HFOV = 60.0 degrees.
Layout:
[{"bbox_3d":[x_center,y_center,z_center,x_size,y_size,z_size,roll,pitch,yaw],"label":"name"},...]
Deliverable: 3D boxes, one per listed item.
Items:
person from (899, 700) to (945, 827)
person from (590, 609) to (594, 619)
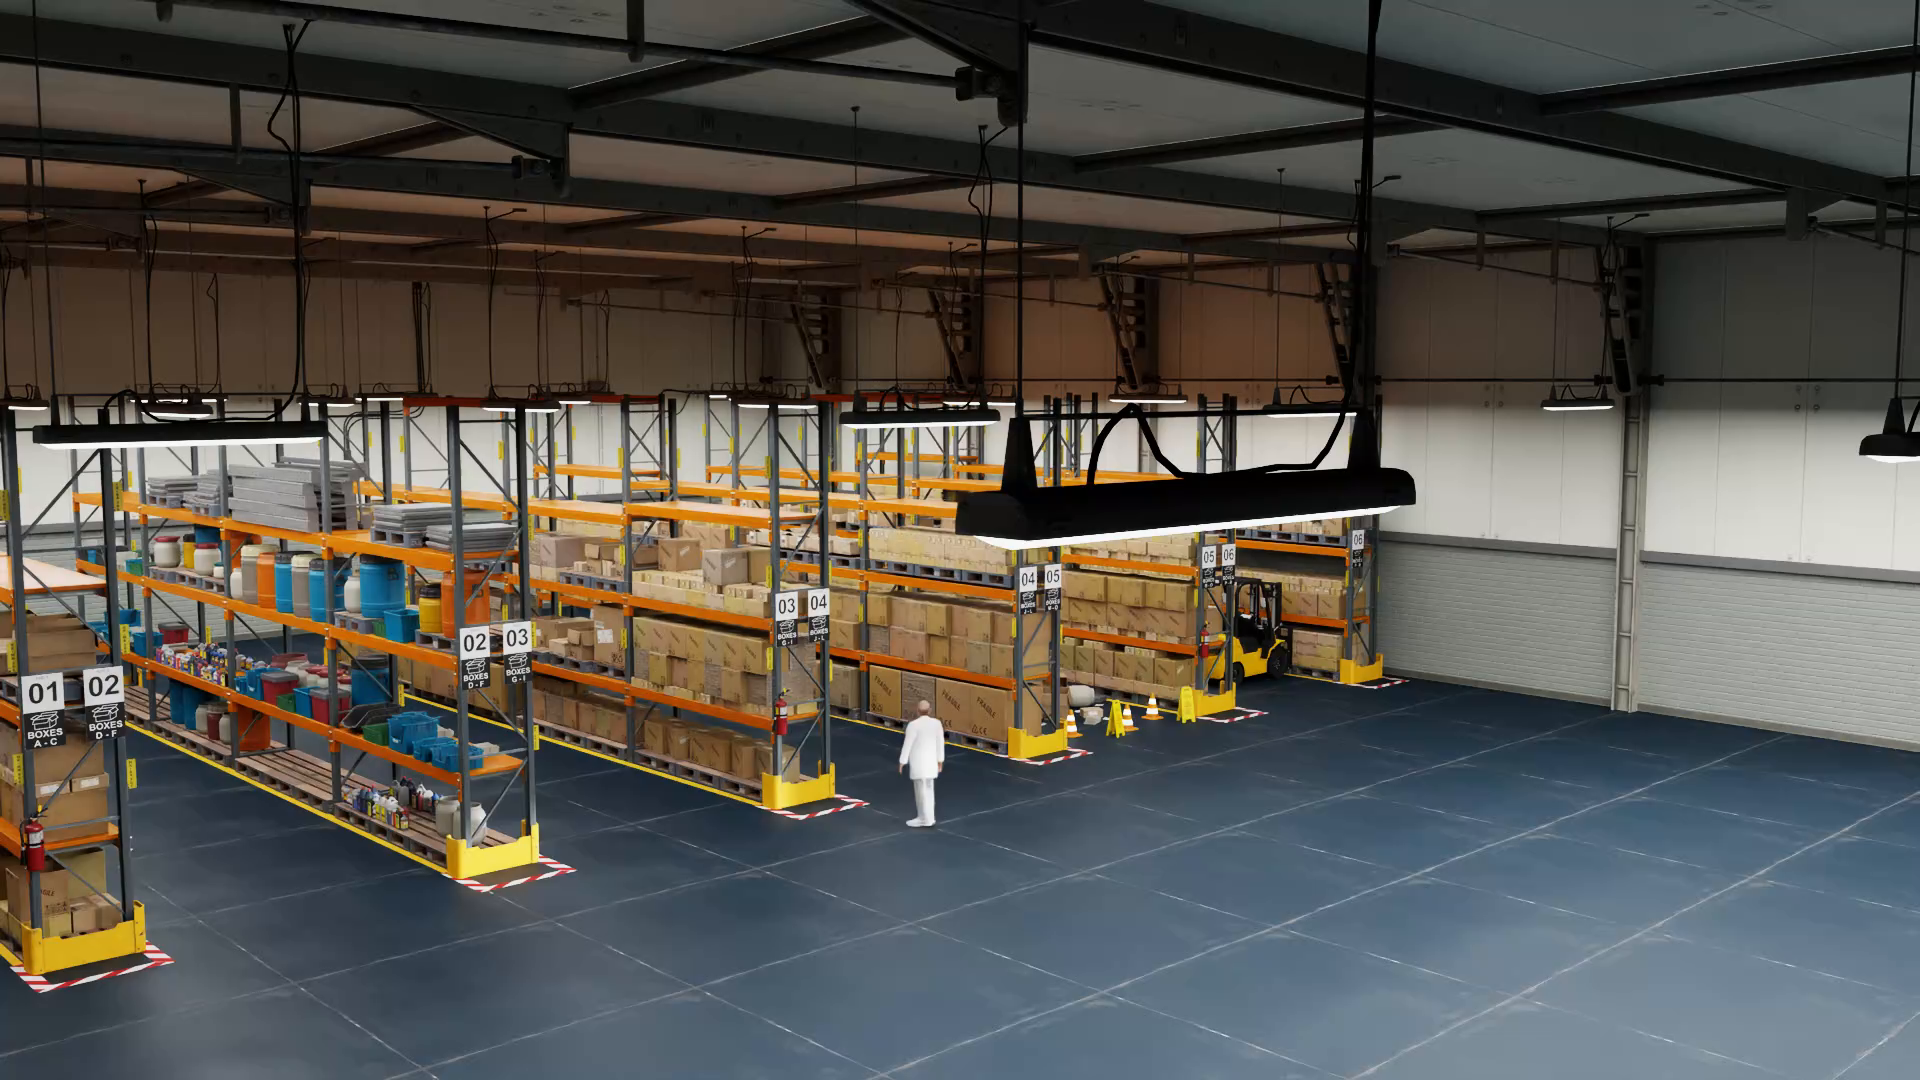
[{"bbox_3d":[-0.528,3.176,23.573,0.689,1.815,0.443,-3,6,-32],"label":"person"},{"bbox_3d":[-9.179,1.351,42.365,0.594,1.794,0.450,-2,6,-17],"label":"person"}]
